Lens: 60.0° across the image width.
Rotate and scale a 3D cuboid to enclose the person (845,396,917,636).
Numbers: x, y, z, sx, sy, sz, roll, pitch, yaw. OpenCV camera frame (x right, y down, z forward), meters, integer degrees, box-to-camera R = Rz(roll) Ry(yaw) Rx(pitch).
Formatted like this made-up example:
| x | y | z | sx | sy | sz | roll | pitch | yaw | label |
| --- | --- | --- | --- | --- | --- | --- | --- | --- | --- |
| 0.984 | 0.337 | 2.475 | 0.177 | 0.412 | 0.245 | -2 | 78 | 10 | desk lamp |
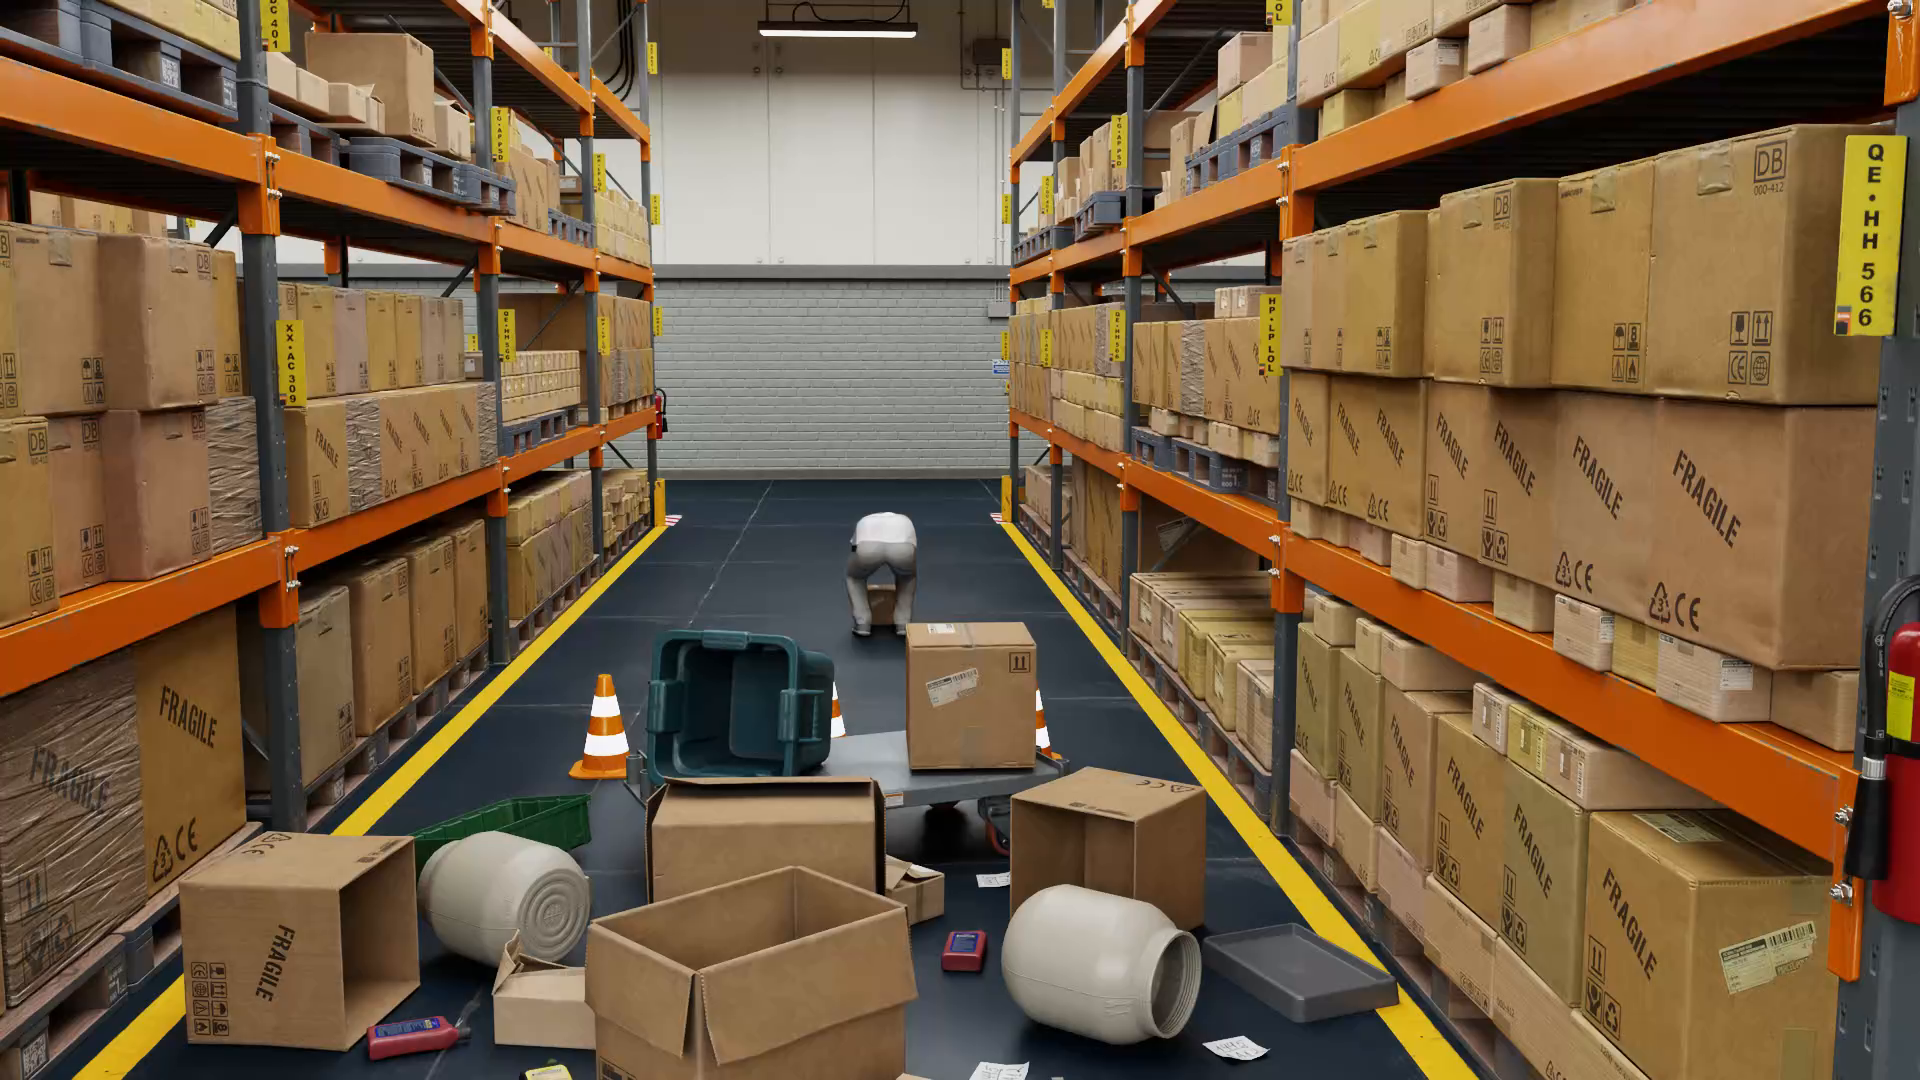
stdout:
| x | y | z | sx | sy | sz | roll | pitch | yaw | label |
| --- | --- | --- | --- | --- | --- | --- | --- | --- | --- |
| -0.543 | -0.166 | 11.555 | 0.510 | 1.672 | 0.439 | -1 | 7 | -5 | person |
